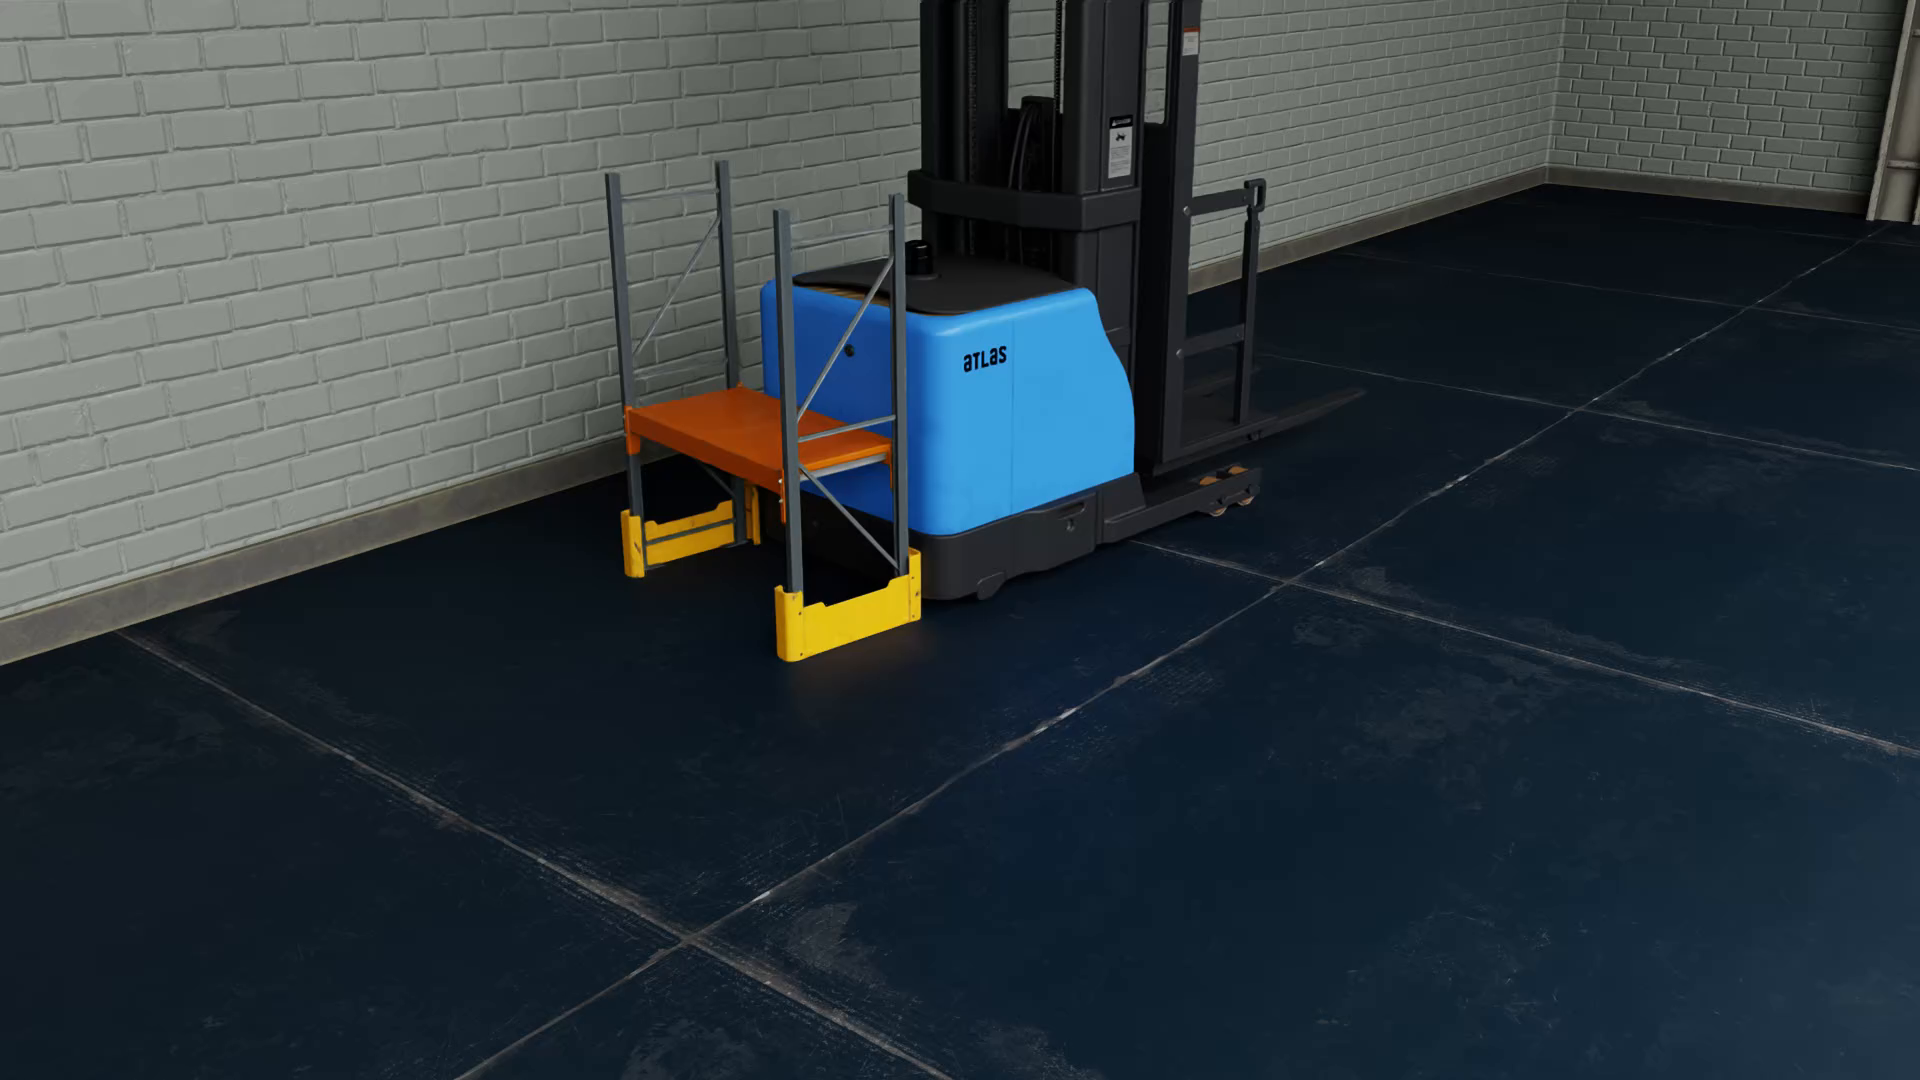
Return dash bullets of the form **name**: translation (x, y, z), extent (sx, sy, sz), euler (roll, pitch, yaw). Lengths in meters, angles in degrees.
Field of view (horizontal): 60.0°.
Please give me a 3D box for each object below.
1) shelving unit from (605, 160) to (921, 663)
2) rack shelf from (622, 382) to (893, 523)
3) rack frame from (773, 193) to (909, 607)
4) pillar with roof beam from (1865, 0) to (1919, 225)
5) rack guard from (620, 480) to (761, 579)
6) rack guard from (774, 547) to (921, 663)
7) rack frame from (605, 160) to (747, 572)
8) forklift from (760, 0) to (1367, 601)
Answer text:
- **shelving unit**: translation (-0.706, -0.499, 5.865), extent (0.587, 1.500, 1.083), euler (-17, 27, -38)
- **rack shelf**: translation (-0.712, -0.333, 5.935), extent (0.538, 0.185, 1.000), euler (-17, 27, -38)
- **rack frame**: translation (-0.377, -0.366, 5.514), extent (0.500, 1.500, 0.032), euler (-17, 27, -38)
- **pillar with roof beam**: translation (4.951, -5.658, 8.918), extent (0.400, 9.000, 9.100), euler (16, 26, 36)
- **rack guard**: translation (-1.034, -0.046, 6.436), extent (0.587, 0.250, 0.087), euler (-17, 27, -38)
- **rack guard**: translation (-0.378, 0.218, 5.735), extent (0.587, 0.250, 0.087), euler (-17, 27, -38)
- **rack frame**: translation (-1.047, -0.636, 6.229), extent (0.500, 1.500, 0.032), euler (-17, 27, -38)
- **forklift**: translation (0.635, -1.582, 6.711), extent (3.031, 2.935, 1.130), euler (-19, 28, -41)
